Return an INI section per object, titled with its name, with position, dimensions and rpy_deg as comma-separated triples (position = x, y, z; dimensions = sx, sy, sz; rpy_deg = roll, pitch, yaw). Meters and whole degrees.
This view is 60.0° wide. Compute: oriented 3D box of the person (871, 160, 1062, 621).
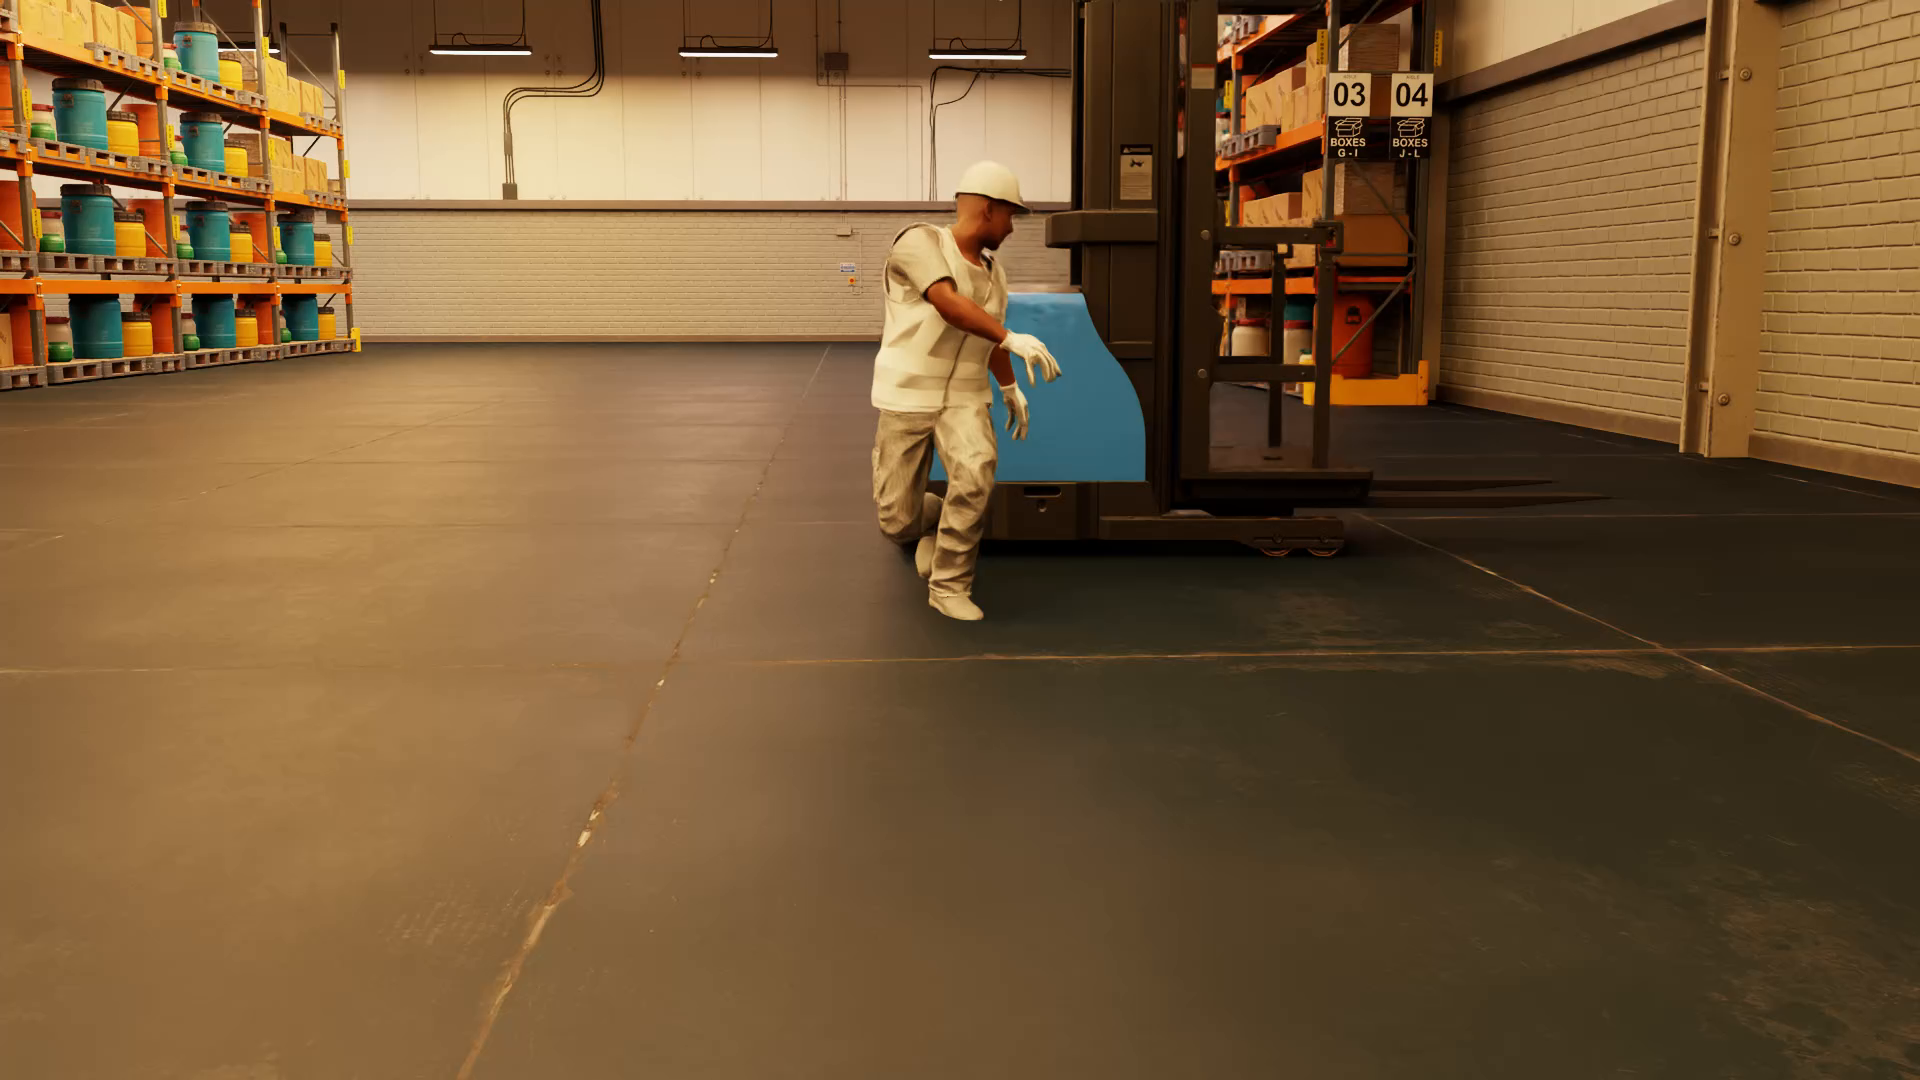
[person]
position = 0.012, -0.525, 5.779
dimensions = 0.670, 1.549, 0.935
rpy_deg = -3, 9, -17

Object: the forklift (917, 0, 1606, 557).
[forklift]
position = 1.210, -1.458, 7.147
dimensions = 3.031, 2.935, 1.130
rpy_deg = 0, 8, 0
